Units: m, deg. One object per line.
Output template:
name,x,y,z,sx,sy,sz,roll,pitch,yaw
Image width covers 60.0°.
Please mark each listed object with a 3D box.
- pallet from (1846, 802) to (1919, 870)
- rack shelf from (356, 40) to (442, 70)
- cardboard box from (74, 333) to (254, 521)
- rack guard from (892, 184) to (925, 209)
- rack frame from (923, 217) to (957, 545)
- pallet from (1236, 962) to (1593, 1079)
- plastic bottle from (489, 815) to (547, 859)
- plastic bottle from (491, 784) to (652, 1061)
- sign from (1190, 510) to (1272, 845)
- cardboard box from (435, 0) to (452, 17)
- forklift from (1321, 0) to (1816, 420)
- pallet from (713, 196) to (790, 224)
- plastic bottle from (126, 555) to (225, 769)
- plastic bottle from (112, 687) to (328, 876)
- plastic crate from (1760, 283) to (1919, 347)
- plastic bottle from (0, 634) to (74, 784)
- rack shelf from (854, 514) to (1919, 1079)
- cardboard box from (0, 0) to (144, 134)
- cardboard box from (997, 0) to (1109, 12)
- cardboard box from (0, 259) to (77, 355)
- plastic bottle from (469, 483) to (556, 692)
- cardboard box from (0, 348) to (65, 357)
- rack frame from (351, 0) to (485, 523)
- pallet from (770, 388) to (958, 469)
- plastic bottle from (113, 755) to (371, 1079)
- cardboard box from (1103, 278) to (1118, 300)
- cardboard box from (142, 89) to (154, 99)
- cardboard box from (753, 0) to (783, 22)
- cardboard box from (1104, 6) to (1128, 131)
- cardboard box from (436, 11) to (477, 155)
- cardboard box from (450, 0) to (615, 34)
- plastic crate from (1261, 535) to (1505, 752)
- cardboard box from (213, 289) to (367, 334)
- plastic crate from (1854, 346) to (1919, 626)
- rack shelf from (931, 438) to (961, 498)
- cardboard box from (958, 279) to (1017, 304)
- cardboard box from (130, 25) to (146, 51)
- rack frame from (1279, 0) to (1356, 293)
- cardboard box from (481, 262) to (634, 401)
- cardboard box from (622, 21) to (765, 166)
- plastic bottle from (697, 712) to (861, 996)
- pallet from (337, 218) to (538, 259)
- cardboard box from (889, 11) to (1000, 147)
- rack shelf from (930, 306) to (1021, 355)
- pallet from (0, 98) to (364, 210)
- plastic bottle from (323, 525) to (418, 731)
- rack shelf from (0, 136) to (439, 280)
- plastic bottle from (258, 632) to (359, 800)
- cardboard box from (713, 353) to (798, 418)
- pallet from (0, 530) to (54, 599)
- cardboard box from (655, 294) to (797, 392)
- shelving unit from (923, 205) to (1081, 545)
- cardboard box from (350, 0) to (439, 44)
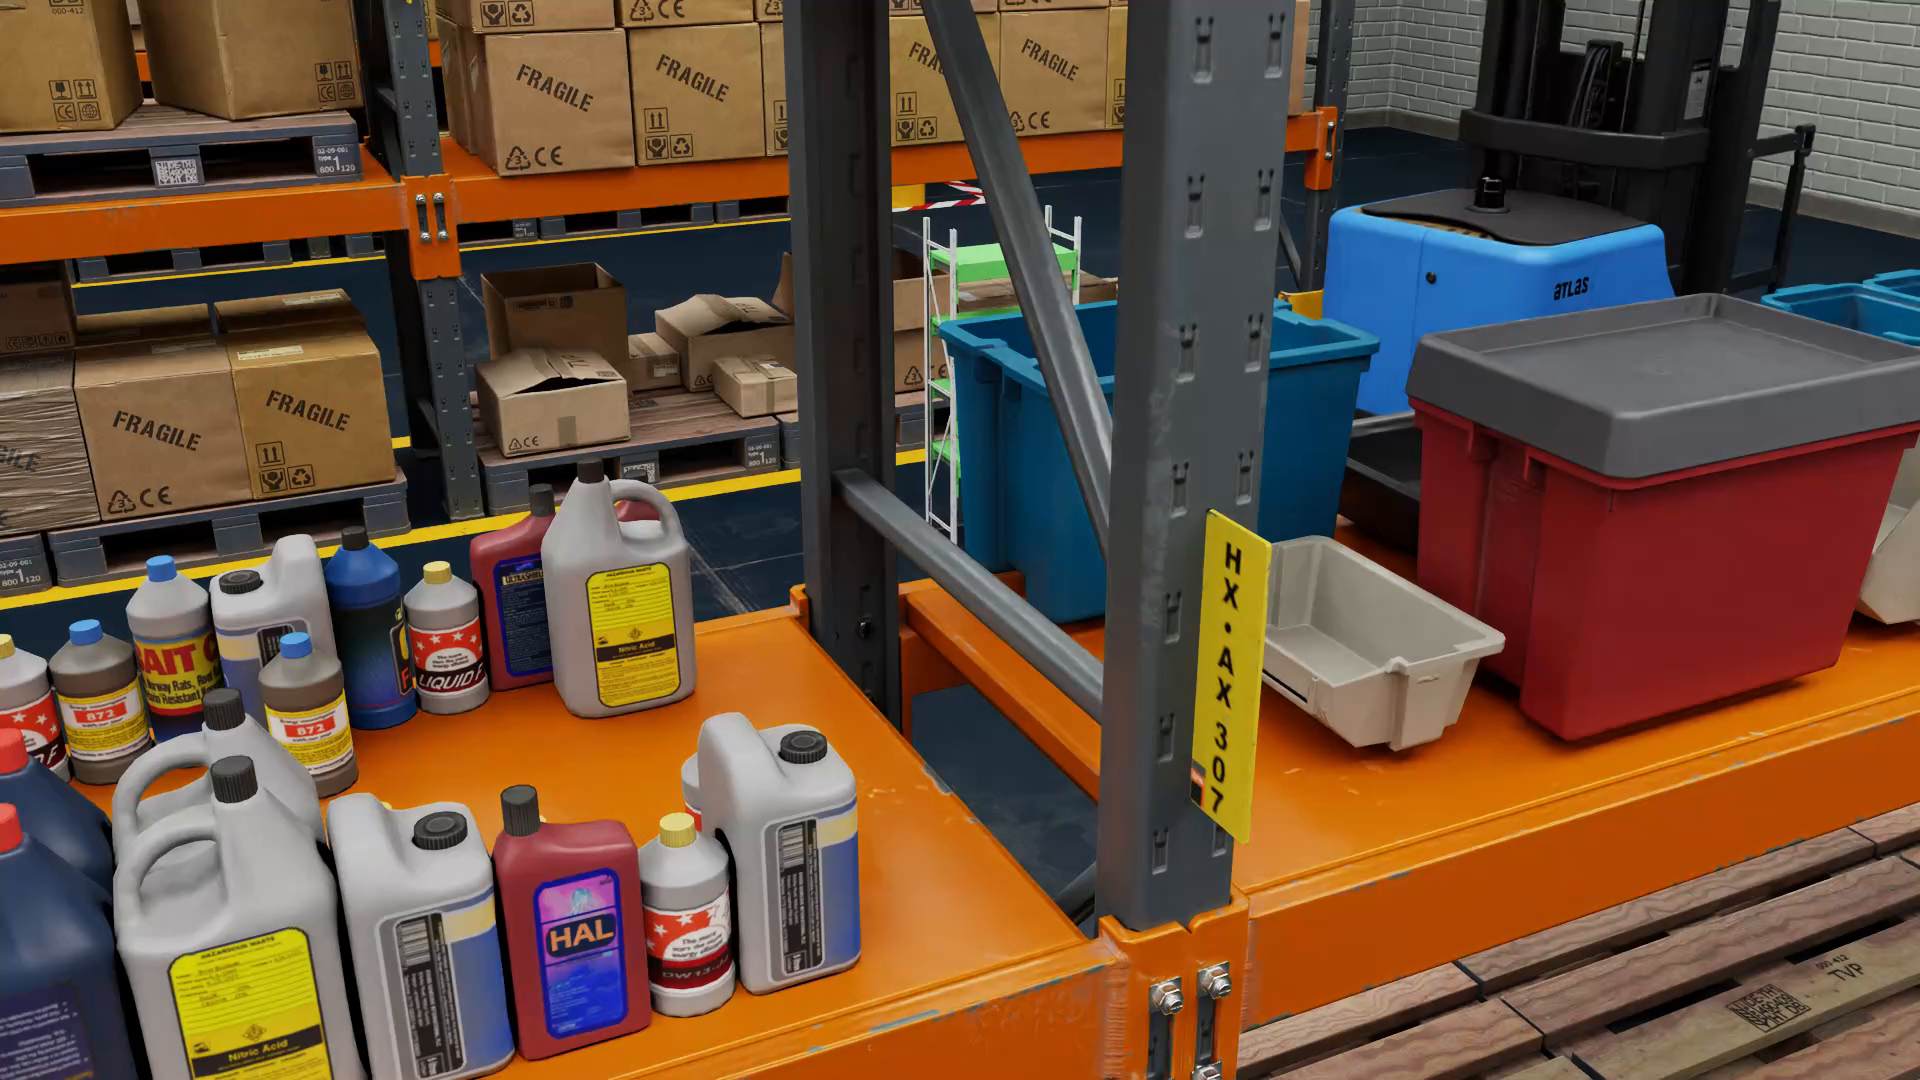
pallet,2.871,0.823,3.985,1.213,0.211,1.003,-10,25,-24
rack shelf,-2.468,-3.338,11.334,4.000,0.370,1.077,-10,25,-24
cardboard box,-2.888,-0.421,6.038,0.500,0.500,0.500,-10,25,-23
rack guard,-0.644,-2.852,12.485,0.348,0.500,1.175,-10,25,-24
rack frame,-0.071,-0.541,5.989,0.015,1.200,0.240,-10,25,-24
pallet,0.673,1.228,3.007,1.213,0.211,1.003,-10,25,-24
plastic bottle,-0.427,0.374,1.685,0.097,0.201,0.097,0,22,0
plastic bottle,-0.377,0.360,1.611,0.133,0.283,0.061,-10,25,-24
sign,0.264,0.137,1.635,0.005,0.325,0.100,-10,25,-24
cardboard box,-1.775,-2.314,6.480,0.500,0.500,0.500,-10,25,-23
forklift,2.939,-1.877,6.952,3.031,2.935,1.130,-16,28,-34
pallet,-1.352,-2.555,12.145,1.213,0.211,1.003,-10,25,-24
plastic bottle,-1.002,0.151,2.133,0.097,0.271,0.097,0,22,0
plastic bottle,-0.722,0.313,1.635,0.185,0.351,0.144,-10,25,-24
plastic crate,1.809,-0.343,3.297,0.300,0.233,0.416,-10,25,-24
plastic bottle,-1.177,0.215,2.068,0.097,0.201,0.097,0,22,0
rack shelf,1.829,0.076,3.086,4.000,0.370,1.077,-10,25,-24
cardboard box,-3.234,-1.735,5.841,0.500,0.500,0.700,-6,23,-15
cardboard box,0.284,-2.464,6.842,0.500,0.500,0.500,-10,24,-22
cardboard box,-3.561,-0.865,6.131,0.500,0.250,0.500,-10,25,-24
plastic bottle,-0.609,0.065,2.324,0.133,0.283,0.061,-10,25,-24
cardboard box,-3.589,-0.512,6.258,0.500,0.500,0.500,-10,25,-23
rack frame,-2.118,-1.633,6.272,0.127,3.000,1.000,-10,25,-24
pallet,-0.398,-0.661,7.572,1.213,0.211,1.003,-10,25,-24
plastic bottle,-0.660,0.363,1.515,0.185,0.351,0.144,-10,25,-24
cardboard box,0.735,-1.198,8.351,0.250,0.166,0.380,-10,25,-24
cardboard box,-4.799,-2.387,10.357,0.750,0.750,0.750,-10,25,-23
cardboard box,-0.643,-2.293,6.429,0.500,0.500,0.500,-11,25,-25
cardboard box,0.735,-2.087,7.239,0.500,0.500,0.500,-10,25,-23
cardboard box,-1.779,-1.850,6.667,0.500,0.500,0.500,-10,25,-23
cardboard box,-1.572,-2.122,6.016,0.500,0.500,0.500,-10,24,-22
plastic crate,0.508,0.141,2.253,0.243,0.136,0.396,-10,25,-24
cardboard box,-2.660,-0.685,6.675,0.500,0.500,0.500,-12,25,-26
plastic crate,1.483,-0.088,2.616,0.530,0.282,0.437,-10,25,-24
rack shelf,0.149,-0.301,6.203,0.480,0.148,0.258,-10,25,-24
cardboard box,-0.028,-1.071,7.934,0.500,0.250,0.500,-10,25,-24
cardboard box,-4.922,-3.001,9.881,0.250,0.149,0.380,-10,24,-22
rack frame,1.486,-2.296,7.875,0.127,3.000,1.000,-10,25,-24
cardboard box,-1.728,-0.873,7.130,0.500,0.500,0.500,-10,25,-24
cardboard box,-1.081,-1.755,6.438,0.500,0.500,0.500,-10,24,-23
plastic bottle,-0.188,0.309,1.743,0.135,0.276,0.152,-10,25,-24
pallet,-3.551,-2.150,11.168,1.213,0.211,1.003,-10,25,-24
cardboard box,-0.171,-1.922,6.842,0.500,0.500,0.500,-11,25,-24
rack shelf,0.149,-0.745,6.019,0.480,0.148,0.258,-10,25,-24
pallet,-2.885,-1.449,6.079,1.213,0.211,1.003,-10,25,-24
plastic bottle,-0.793,0.112,2.226,0.097,0.271,0.097,0,22,0
rack shelf,-3.920,-0.968,5.608,4.000,0.370,1.077,-10,25,-24
plastic bottle,-0.814,0.213,2.073,0.097,0.201,0.097,0,22,0
cardboard box,-0.871,-0.669,7.073,0.250,0.166,0.380,-10,25,-24
pallet,-3.935,0.008,5.955,1.213,0.211,1.003,-10,25,-24
cardboard box,-1.052,-0.910,7.467,0.500,0.311,0.500,-10,25,-24
shelving unit,0.149,-0.582,6.087,0.503,1.200,0.258,-10,25,-24
cardboard box,-3.774,-3.562,10.541,0.700,0.700,0.980,-10,25,-23
